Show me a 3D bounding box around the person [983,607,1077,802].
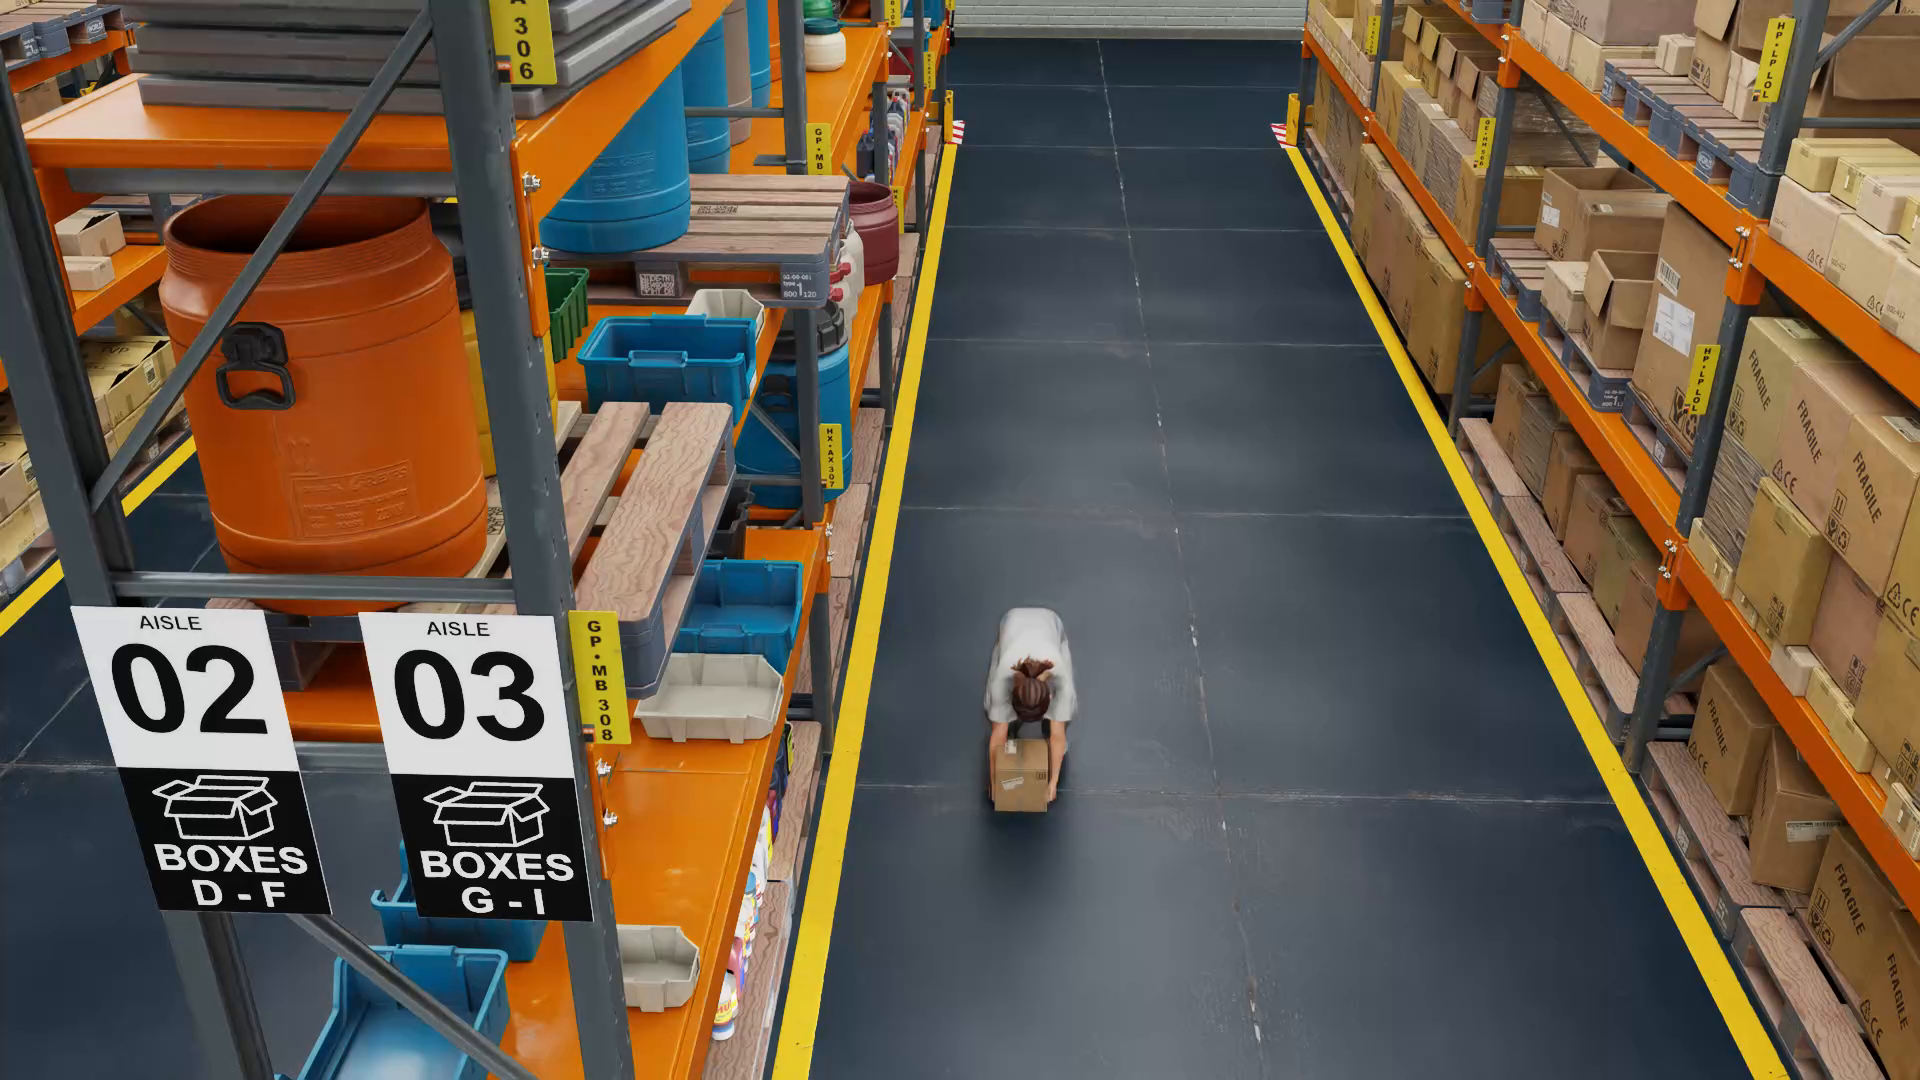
[{"bbox_3d":[0.347,0.787,8.175,0.462,0.751,0.867,3,28,5],"label":"person"}]
